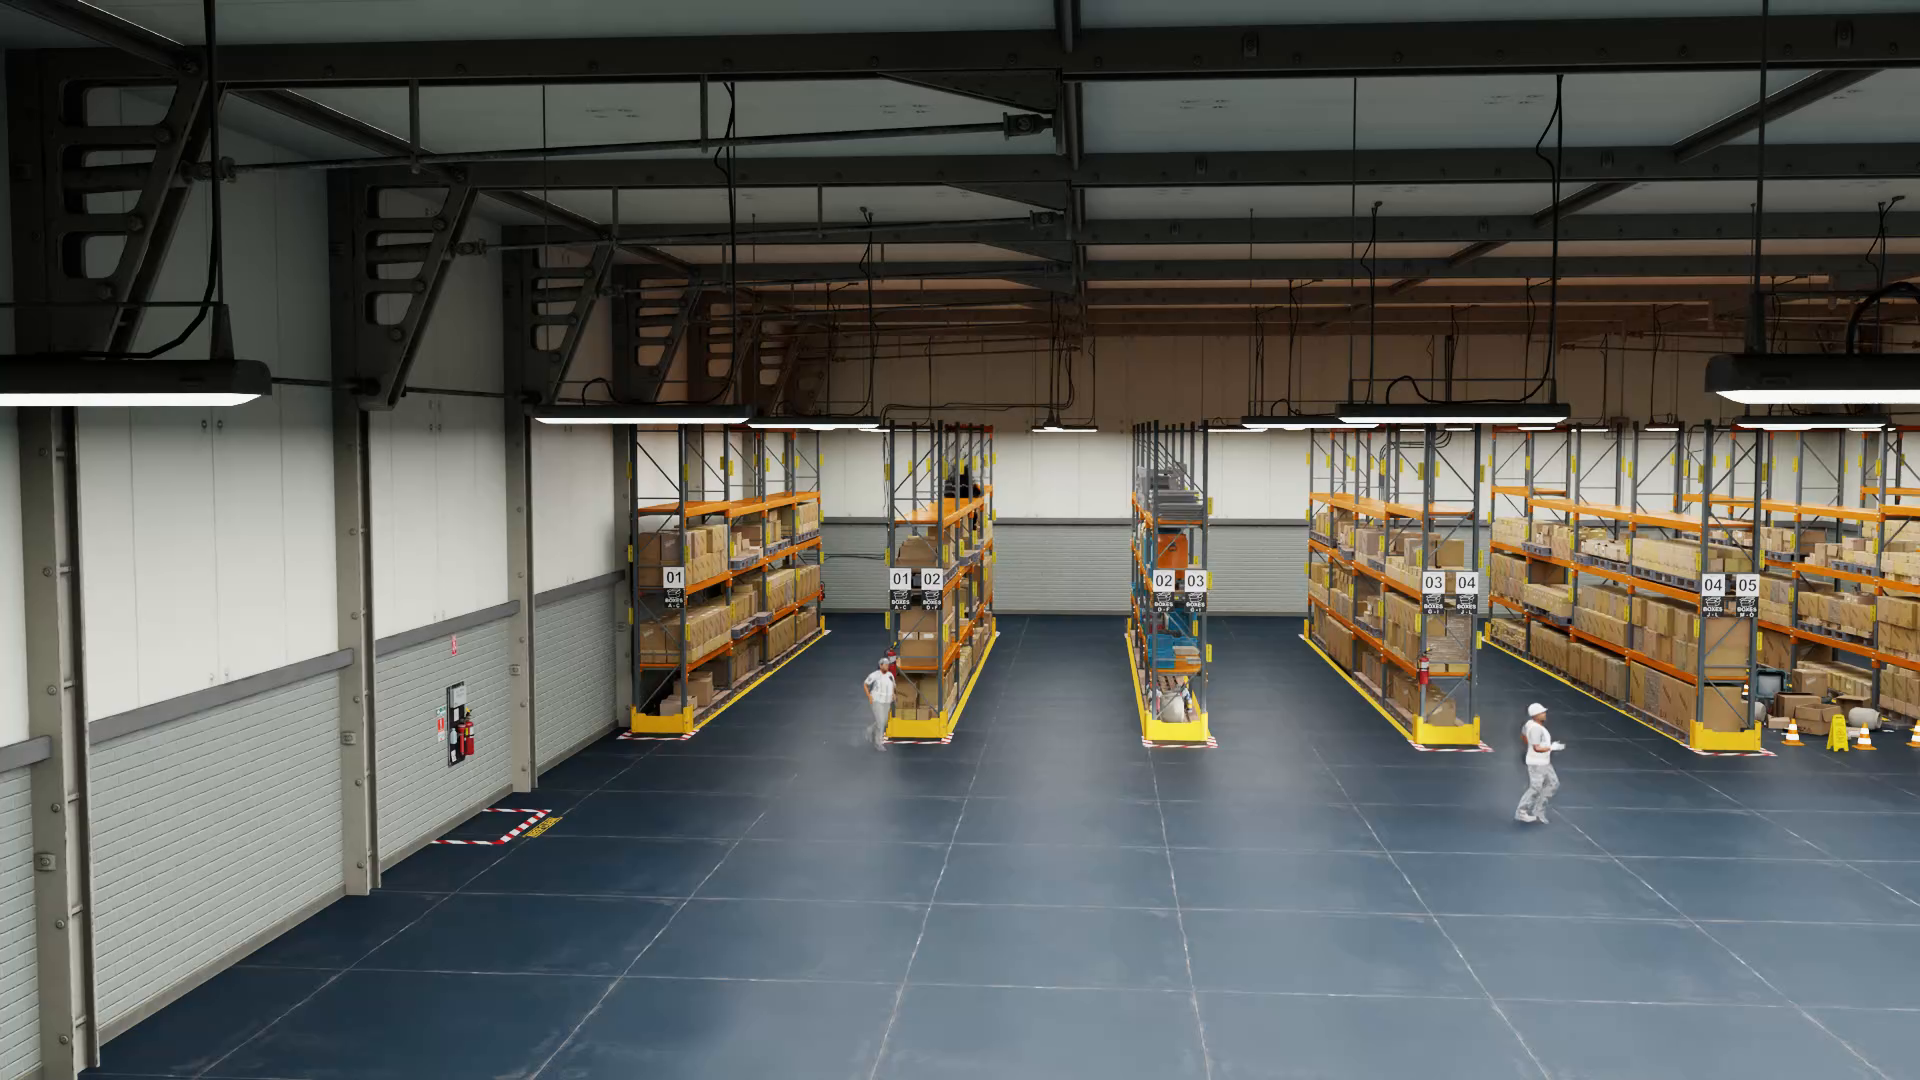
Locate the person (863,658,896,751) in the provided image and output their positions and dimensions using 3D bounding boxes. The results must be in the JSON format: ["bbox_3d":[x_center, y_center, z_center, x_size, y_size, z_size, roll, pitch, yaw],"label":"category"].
[{"bbox_3d":[-1.453,2.991,30.478,0.630,1.653,0.707,-3,5,-38],"label":"person"}]

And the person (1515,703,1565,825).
[{"bbox_3d":[8.523,3.294,24.358,0.662,1.807,0.659,2,4,25],"label":"person"}]
